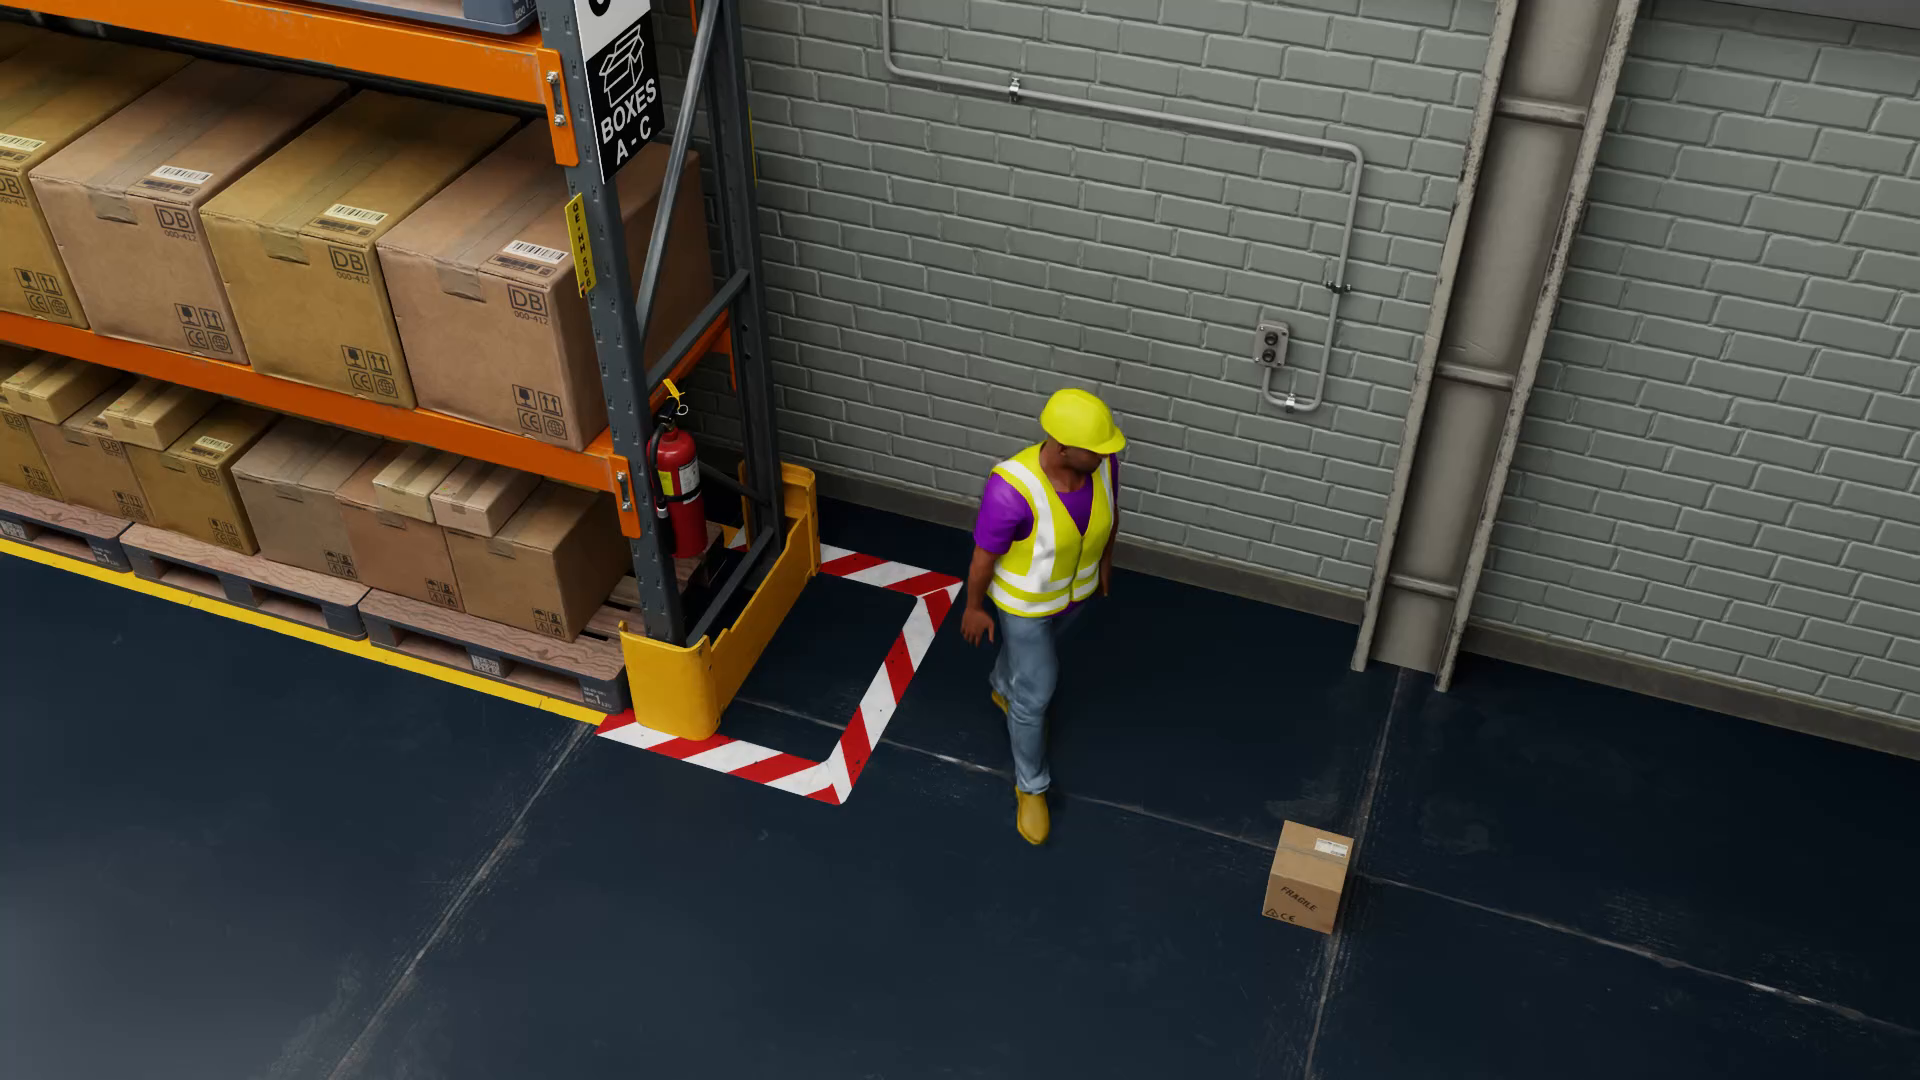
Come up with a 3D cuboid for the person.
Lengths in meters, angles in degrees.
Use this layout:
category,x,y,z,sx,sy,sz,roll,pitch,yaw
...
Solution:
category,x,y,z,sx,sy,sz,roll,pitch,yaw
person,0.311,0.177,5.944,0.644,1.775,0.714,-28,48,-28
